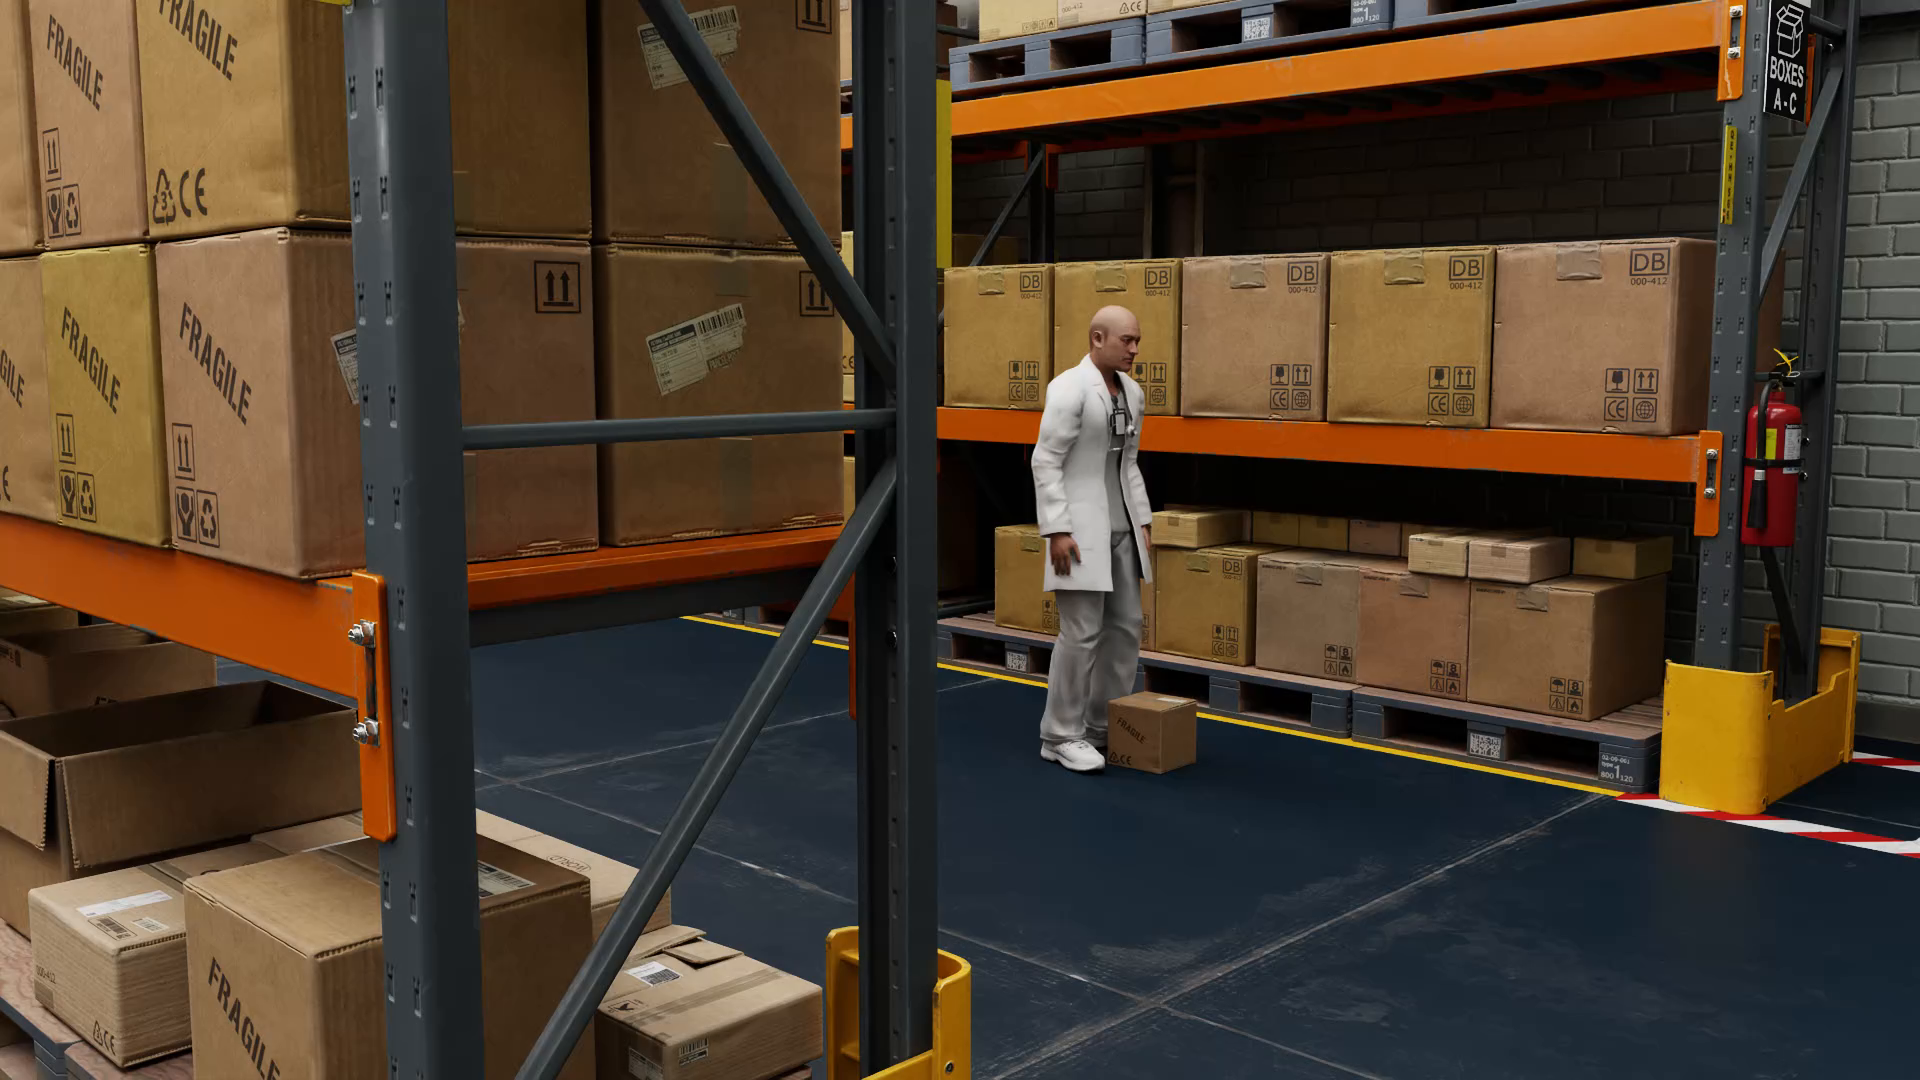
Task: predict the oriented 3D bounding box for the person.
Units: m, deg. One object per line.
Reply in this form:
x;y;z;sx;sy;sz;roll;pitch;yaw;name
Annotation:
0.542;-0.025;6.520;0.429;1.773;0.640;6;9;42;person
